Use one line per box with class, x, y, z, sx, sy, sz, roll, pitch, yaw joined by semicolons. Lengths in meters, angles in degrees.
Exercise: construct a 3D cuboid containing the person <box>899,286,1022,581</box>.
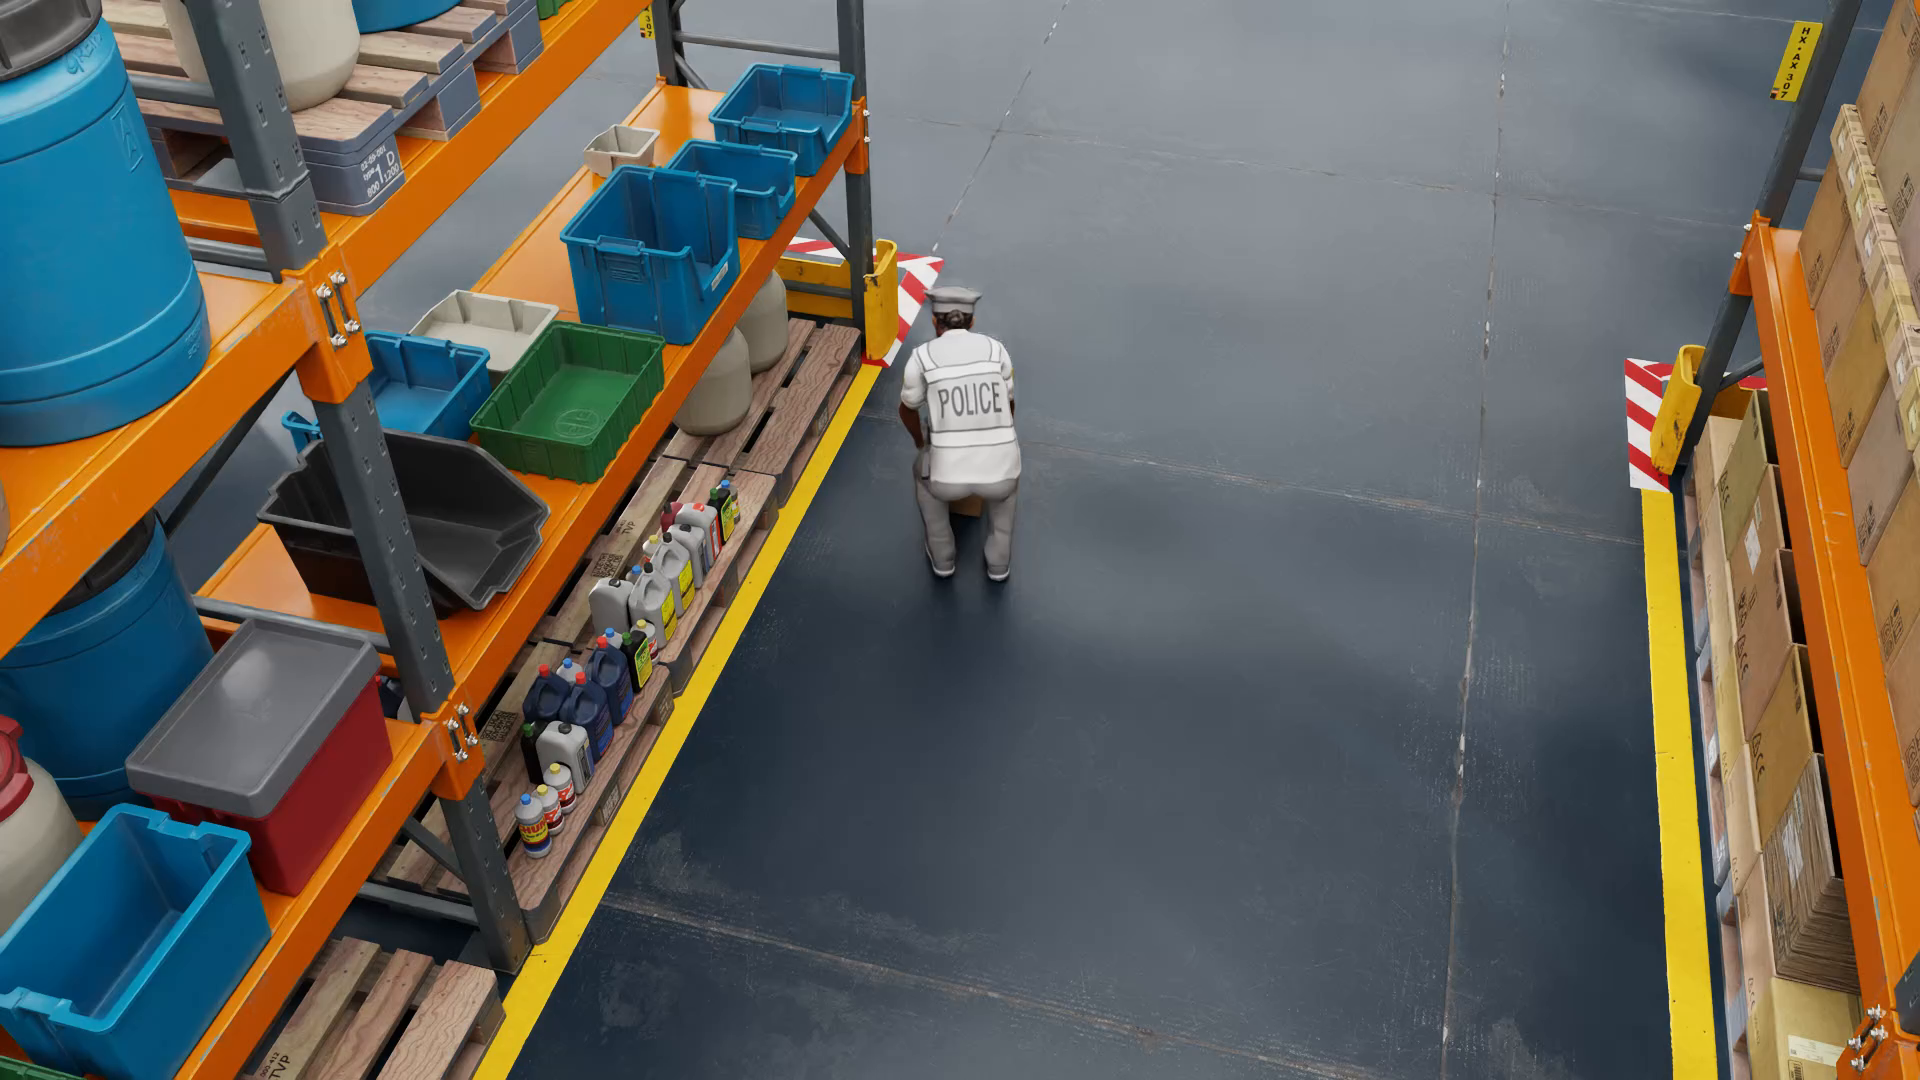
person;-0.001;-0.412;6.972;0.500;1.218;0.792;-2;41;-3
